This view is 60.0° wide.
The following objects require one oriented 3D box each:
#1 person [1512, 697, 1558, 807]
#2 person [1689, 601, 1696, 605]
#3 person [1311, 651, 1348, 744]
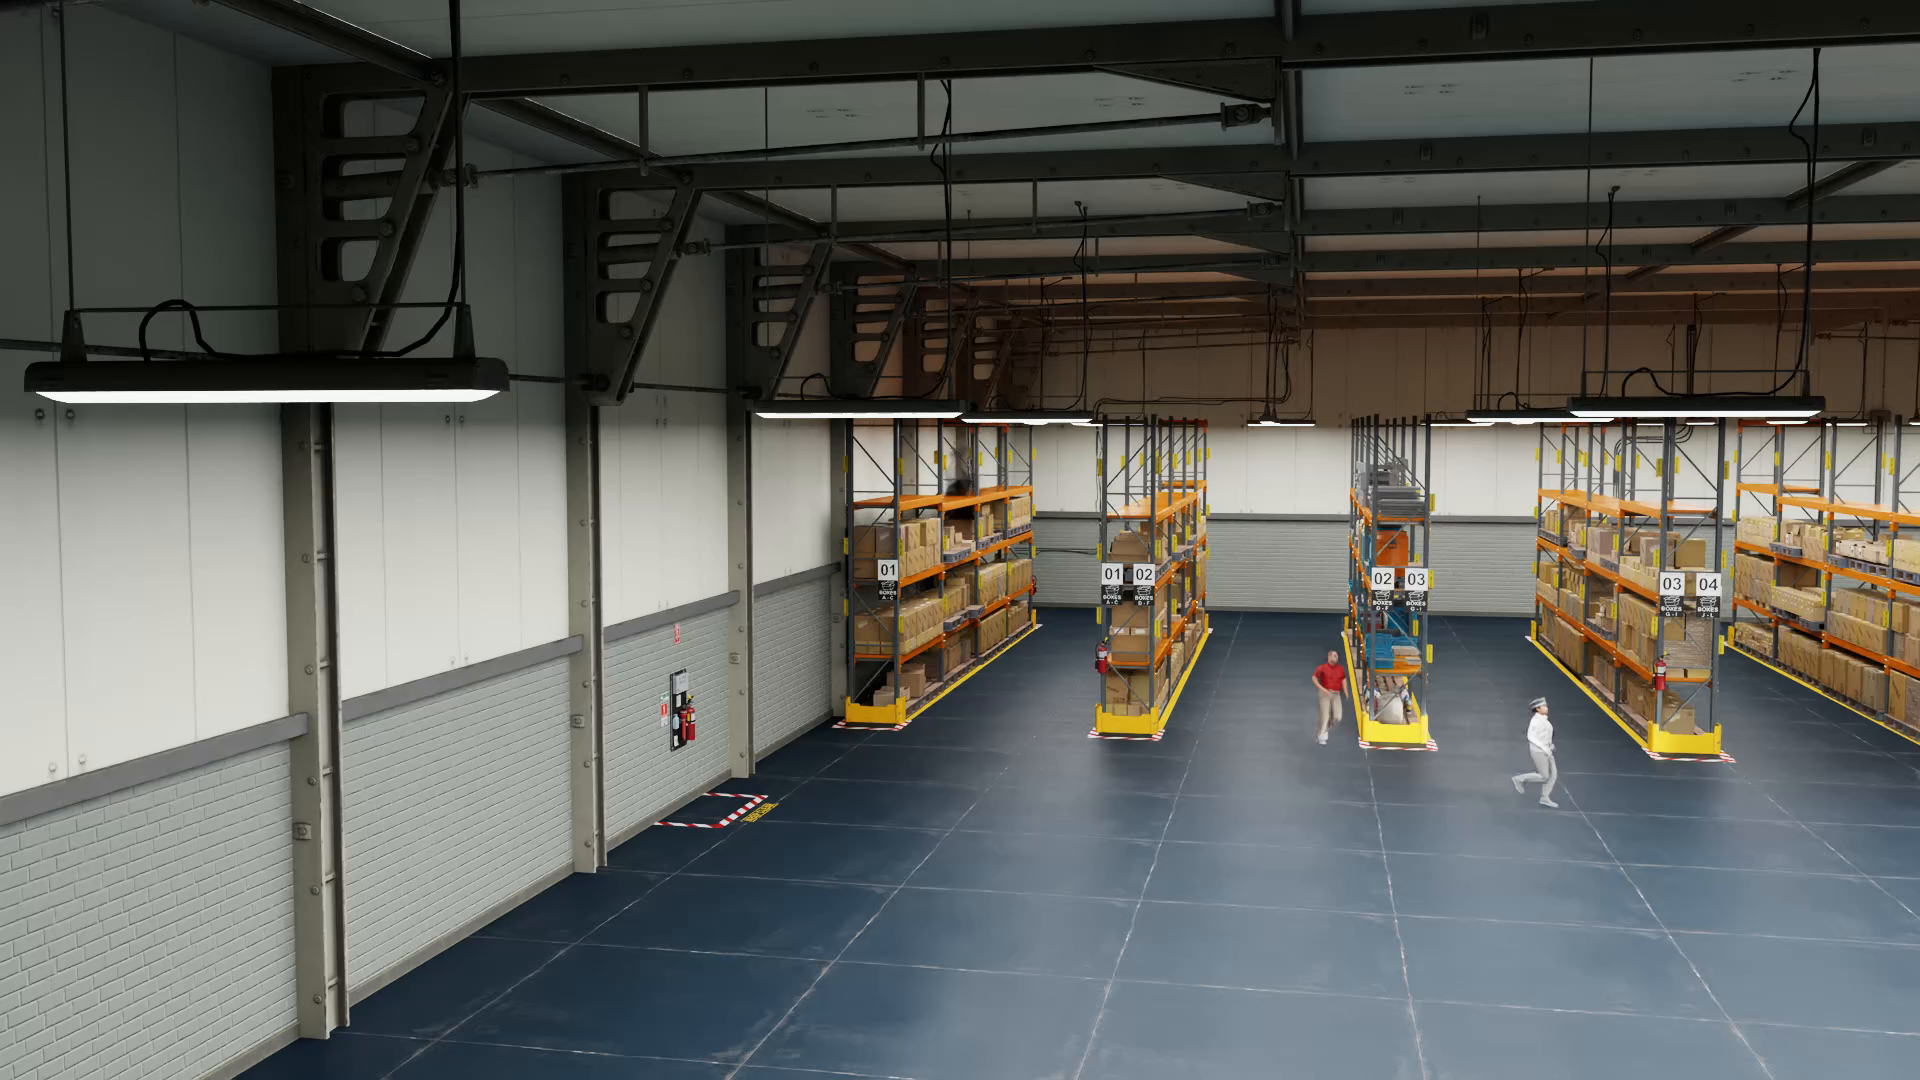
[{"bbox_3d":[8.812,3.216,25.384,0.676,1.672,0.625,3,5,34],"label":"person"},{"bbox_3d":[19.674,1.858,44.810,0.881,1.774,0.690,-1,4,-21],"label":"person"},{"bbox_3d":[6.786,2.900,30.346,0.736,1.614,0.514,-1,4,-17],"label":"person"}]
